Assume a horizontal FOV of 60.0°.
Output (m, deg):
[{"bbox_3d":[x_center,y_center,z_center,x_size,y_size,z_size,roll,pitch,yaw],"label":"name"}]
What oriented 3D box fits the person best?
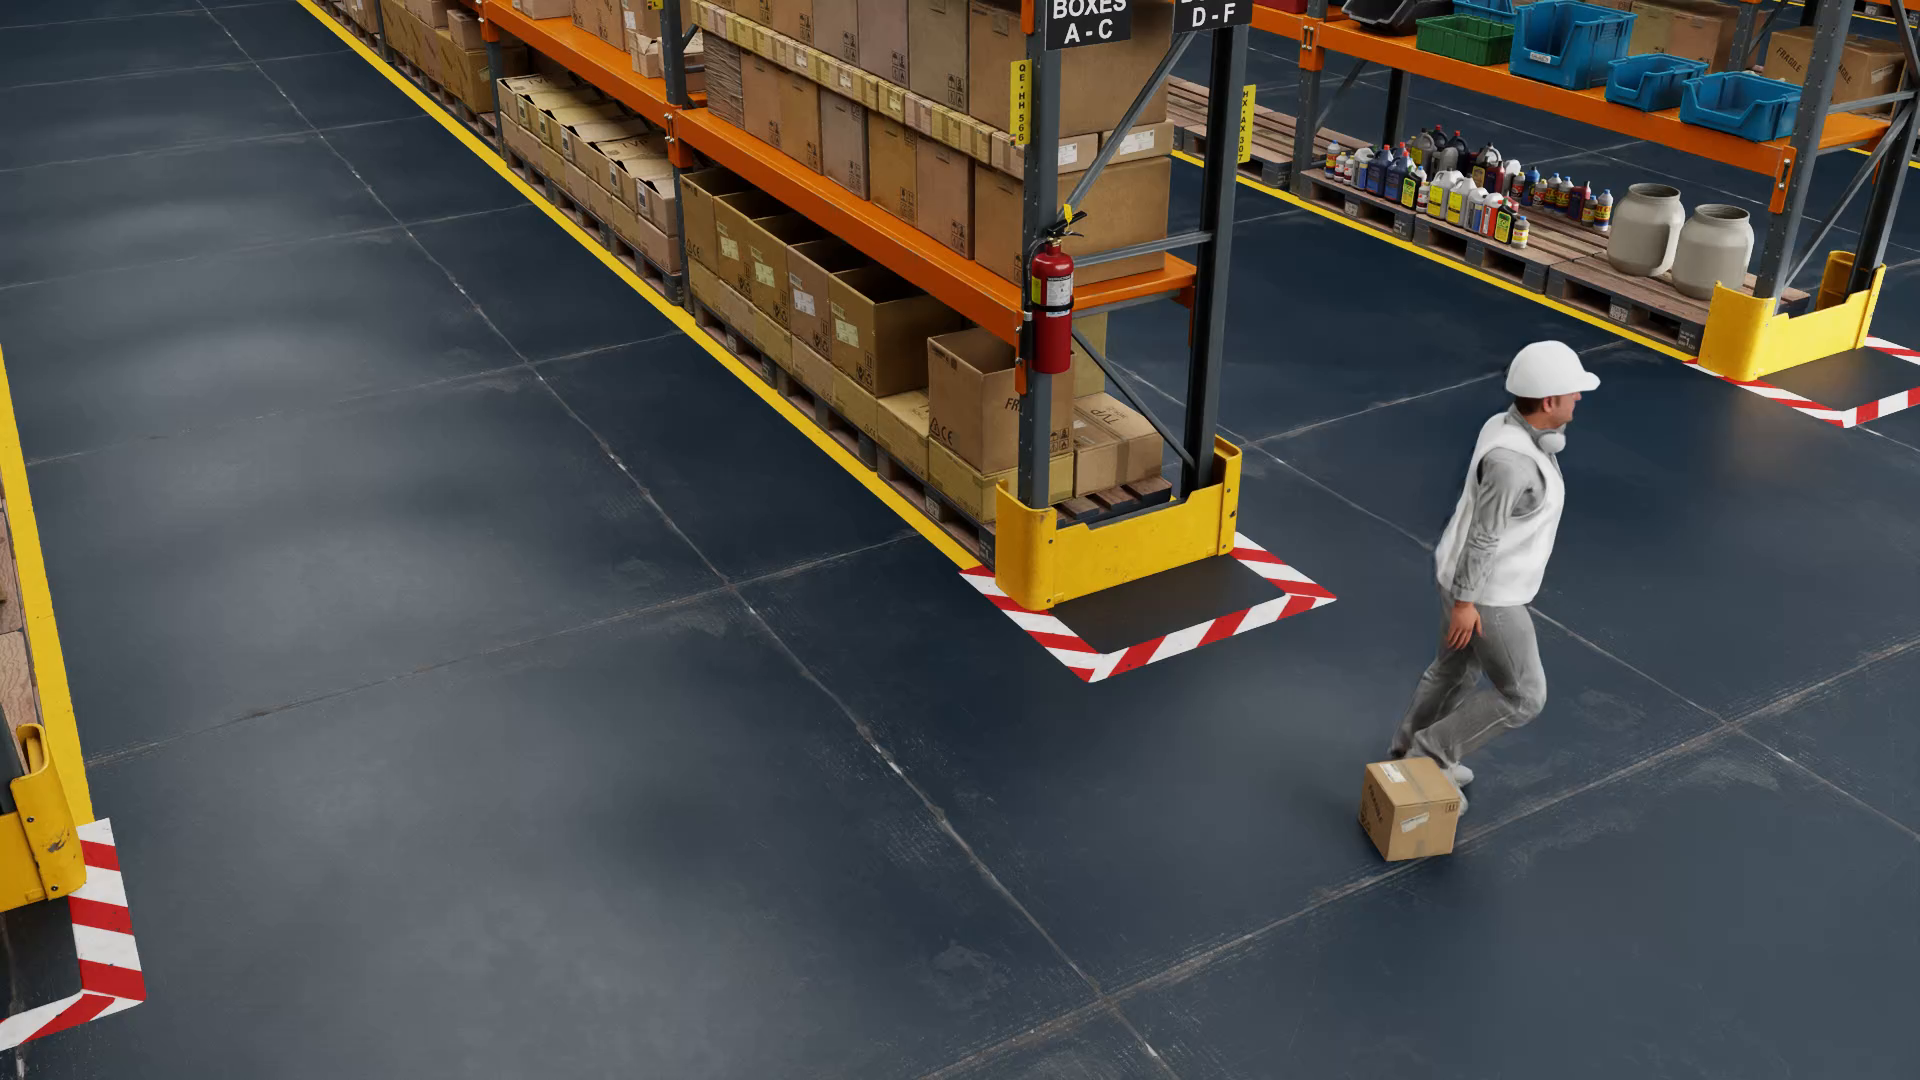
[{"bbox_3d":[1.842,0.139,5.811,0.493,1.756,0.546,7,30,12],"label":"person"}]
